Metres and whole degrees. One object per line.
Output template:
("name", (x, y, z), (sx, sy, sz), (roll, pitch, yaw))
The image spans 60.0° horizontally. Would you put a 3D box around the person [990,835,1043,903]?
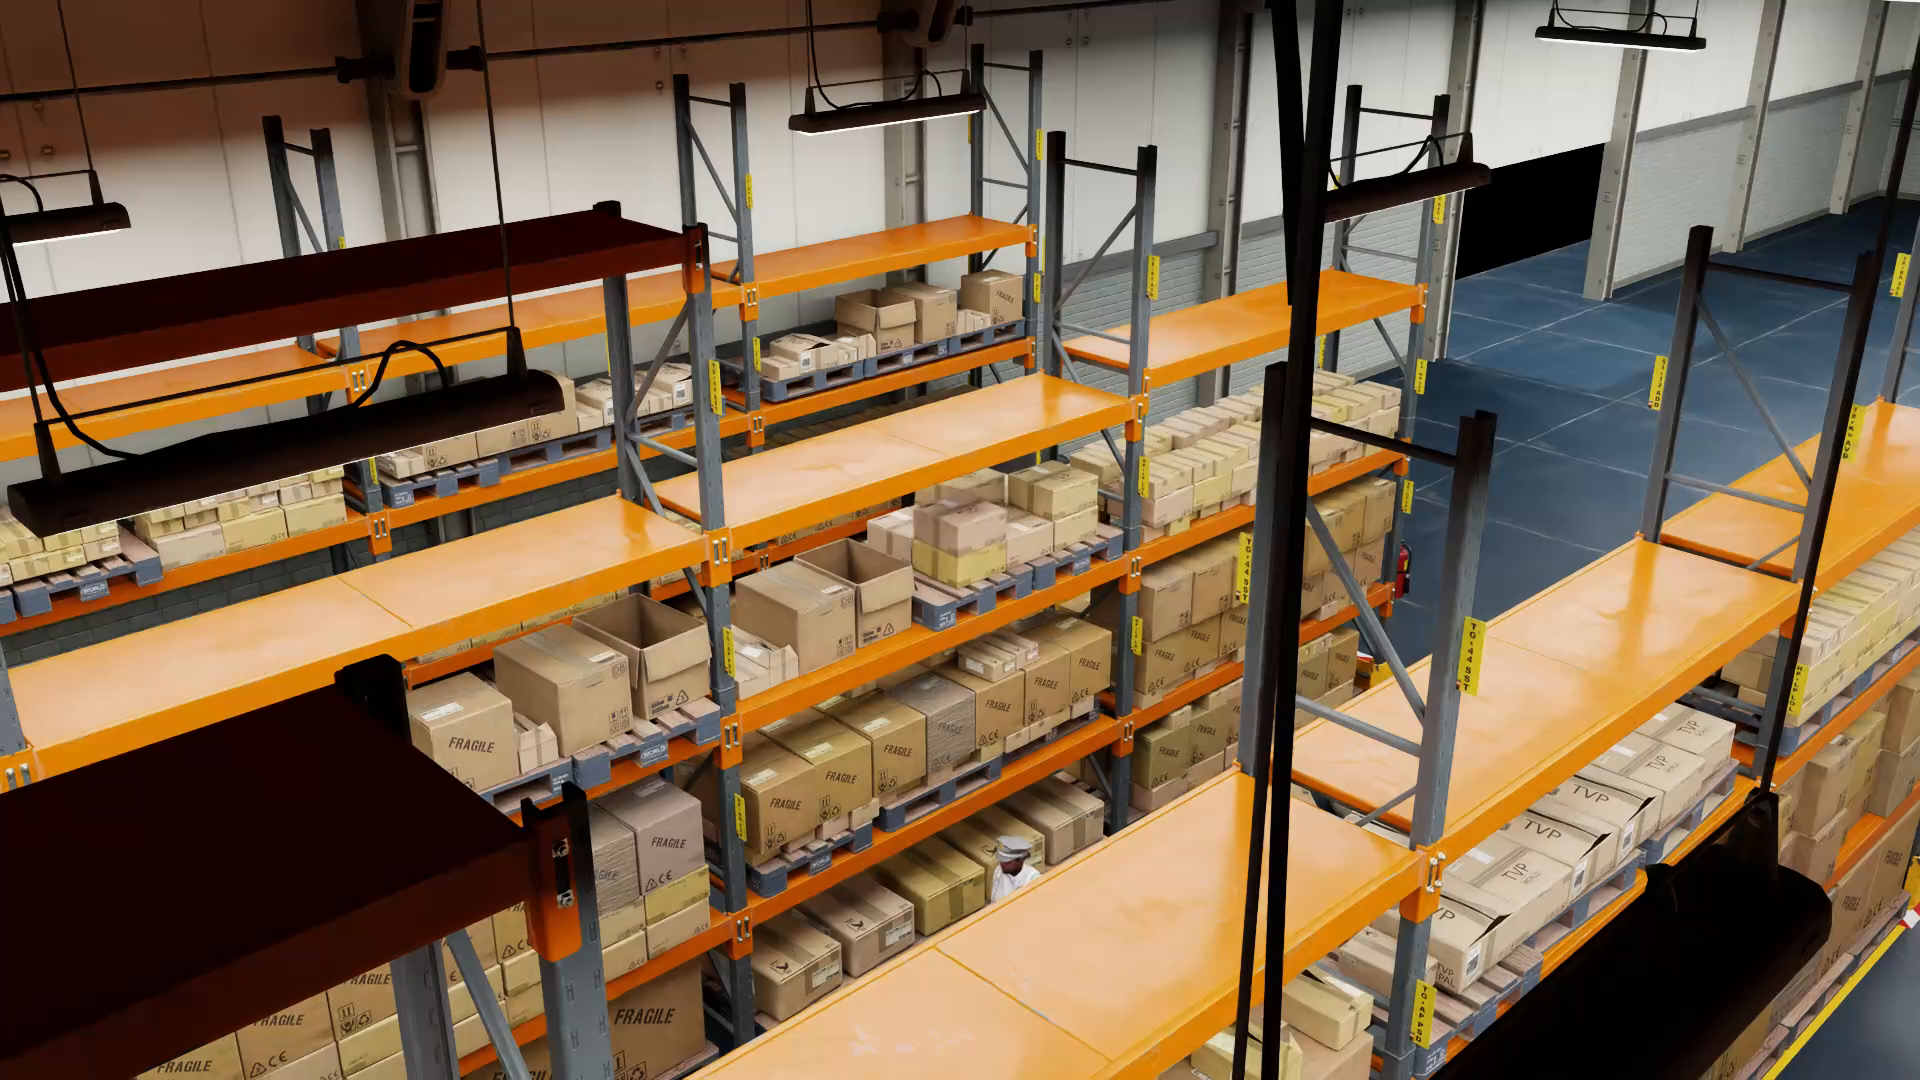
("person", (0.456, 2.825, 11.821), (0.490, 1.668, 0.449), (18, 29, 37))
